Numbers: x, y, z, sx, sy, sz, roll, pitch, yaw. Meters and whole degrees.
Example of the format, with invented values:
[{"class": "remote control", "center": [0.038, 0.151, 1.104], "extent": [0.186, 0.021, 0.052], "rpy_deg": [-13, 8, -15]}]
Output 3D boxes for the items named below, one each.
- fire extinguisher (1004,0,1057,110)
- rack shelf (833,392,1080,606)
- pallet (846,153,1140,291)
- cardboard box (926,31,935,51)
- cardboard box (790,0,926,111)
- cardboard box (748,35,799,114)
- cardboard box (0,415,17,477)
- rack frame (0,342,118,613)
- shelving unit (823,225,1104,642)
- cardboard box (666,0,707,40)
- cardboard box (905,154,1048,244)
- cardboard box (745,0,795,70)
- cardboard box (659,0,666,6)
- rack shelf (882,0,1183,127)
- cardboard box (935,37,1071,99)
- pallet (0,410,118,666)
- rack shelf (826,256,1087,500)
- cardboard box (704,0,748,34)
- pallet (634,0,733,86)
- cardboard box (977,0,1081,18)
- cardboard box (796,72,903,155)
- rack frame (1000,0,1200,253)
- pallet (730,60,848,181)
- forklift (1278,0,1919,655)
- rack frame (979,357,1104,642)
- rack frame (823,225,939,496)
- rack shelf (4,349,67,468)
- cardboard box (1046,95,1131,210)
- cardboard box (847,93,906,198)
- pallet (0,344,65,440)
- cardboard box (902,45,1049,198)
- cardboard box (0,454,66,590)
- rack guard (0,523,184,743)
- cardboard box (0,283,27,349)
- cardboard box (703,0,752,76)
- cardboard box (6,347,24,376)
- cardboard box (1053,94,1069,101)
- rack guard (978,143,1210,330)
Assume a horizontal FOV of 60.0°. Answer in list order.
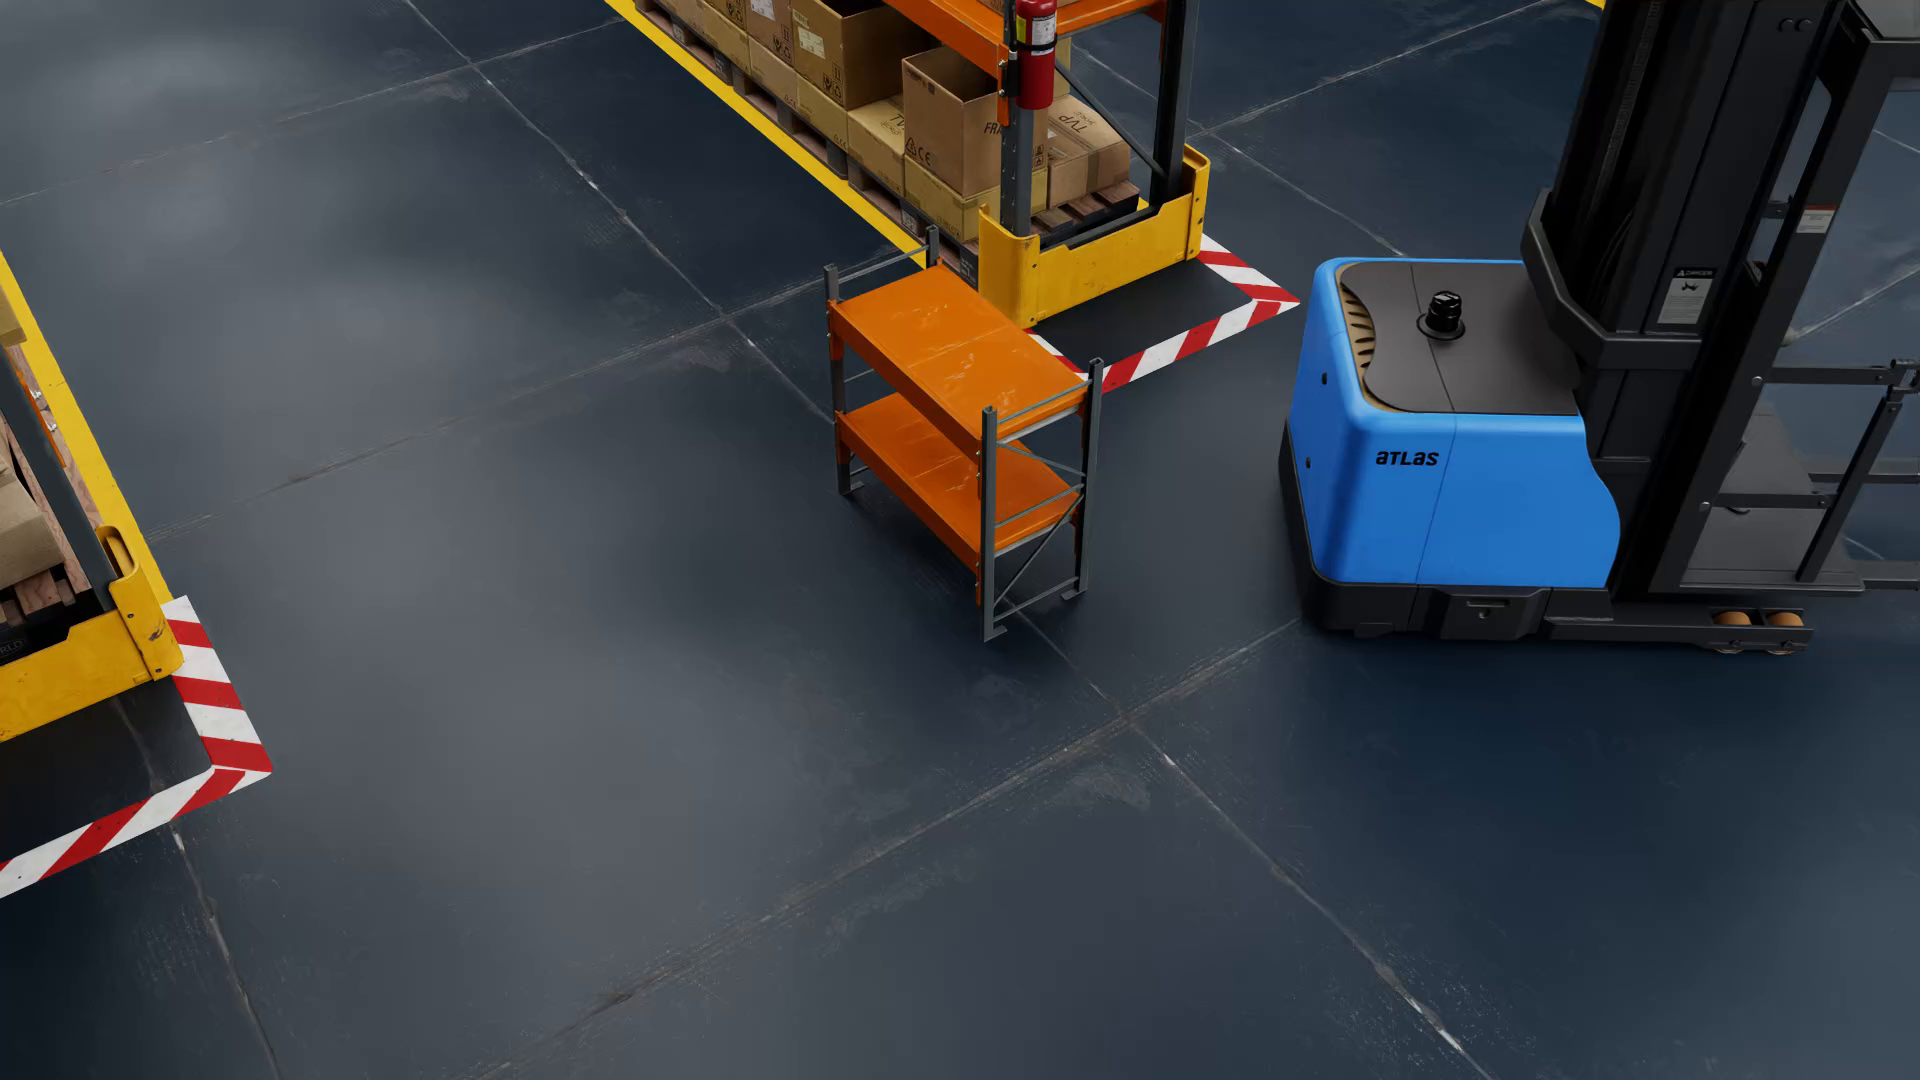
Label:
[{"class": "fire extinguisher", "center": [0.312, -2.113, 6.847], "extent": [0.296, 0.674, 0.183], "rpy_deg": [-26, 49, -24]}, {"class": "rack shelf", "center": [-0.004, -0.234, 6.534], "extent": [0.538, 0.278, 1.000], "rpy_deg": [-26, 49, -24]}, {"class": "pallet", "center": [0.153, -1.799, 8.482], "extent": [1.003, 0.211, 1.213], "rpy_deg": [-26, 49, -24]}, {"class": "cardboard box", "center": [-0.084, -2.772, 8.626], "extent": [0.500, 0.500, 0.500], "rpy_deg": [-26, 49, -24]}, {"class": "cardboard box", "center": [-0.510, -2.567, 8.410], "extent": [0.500, 0.500, 0.500], "rpy_deg": [-26, 49, -24]}, {"class": "cardboard box", "center": [-0.792, -2.581, 8.968], "extent": [0.500, 0.250, 0.500], "rpy_deg": [-26, 49, -24]}, {"class": "cardboard box", "center": [-4.084, -0.369, 6.593], "extent": [0.500, 0.311, 0.500], "rpy_deg": [-22, 48, -21]}, {"class": "rack frame", "center": [-3.436, -0.432, 5.031], "extent": [1.000, 3.000, 0.127], "rpy_deg": [-26, 49, -24]}, {"class": "shelving unit", "center": [-0.004, -0.411, 6.366], "extent": [0.538, 1.125, 1.048], "rpy_deg": [-26, 49, -24]}, {"class": "cardboard box", "center": [-1.365, -3.147, 9.561], "extent": [0.500, 0.250, 0.500], "rpy_deg": [-26, 49, -24]}, {"class": "cardboard box", "center": [0.076, -1.736, 8.083], "extent": [0.500, 0.250, 0.500], "rpy_deg": [-26, 49, -24]}, {"class": "cardboard box", "center": [-0.795, -2.850, 8.708], "extent": [0.500, 0.500, 0.500], "rpy_deg": [-26, 49, -24]}, {"class": "cardboard box", "center": [-1.647, -3.432, 9.860], "extent": [0.500, 0.250, 0.500], "rpy_deg": [-26, 49, -24]}, {"class": "rack shelf", "center": [-0.519, -3.264, 8.518], "extent": [1.077, 0.370, 4.000], "rpy_deg": [-26, 49, -24]}, {"class": "cardboard box", "center": [0.213, -2.494, 8.334], "extent": [0.500, 0.500, 0.500], "rpy_deg": [-26, 49, -24]}, {"class": "pallet", "center": [-3.915, 0.059, 6.535], "extent": [1.003, 0.211, 1.213], "rpy_deg": [-26, 49, -24]}, {"class": "rack shelf", "center": [-0.004, -0.622, 6.163], "extent": [0.538, 0.278, 1.000], "rpy_deg": [-26, 49, -24]}, {"class": "cardboard box", "center": [-1.083, -3.133, 9.003], "extent": [0.500, 0.500, 0.500], "rpy_deg": [-26, 49, -24]}, {"class": "pallet", "center": [-1.243, -3.181, 9.929], "extent": [1.003, 0.211, 1.213], "rpy_deg": [-26, 49, -24]}, {"class": "cardboard box", "center": [0.368, -2.697, 7.330], "extent": [0.700, 0.500, 0.500], "rpy_deg": [-26, 49, -24]}, {"class": "cardboard box", "center": [-0.508, -2.297, 8.671], "extent": [0.500, 0.250, 0.500], "rpy_deg": [-26, 49, -24]}, {"class": "rack frame", "center": [0.625, -2.391, 7.083], "extent": [1.000, 3.000, 0.127], "rpy_deg": [-26, 49, -24]}, {"class": "pallet", "center": [-0.541, -2.490, 9.205], "extent": [1.003, 0.211, 1.213], "rpy_deg": [-26, 49, -24]}, {"class": "forklift", "center": [2.836, -1.002, 5.677], "extent": [3.031, 2.935, 1.130], "rpy_deg": [1, 44, 1]}, {"class": "rack frame", "center": [0.287, -0.123, 6.064], "extent": [0.500, 1.125, 0.032], "rpy_deg": [-26, 49, -24]}, {"class": "rack frame", "center": [-0.295, -0.699, 6.667], "extent": [0.500, 1.125, 0.032], "rpy_deg": [-26, 49, -24]}, {"class": "rack shelf", "center": [-4.580, -1.305, 6.466], "extent": [1.077, 0.370, 4.000], "rpy_deg": [-26, 49, -24]}, {"class": "cardboard box", "center": [0.501, -1.940, 8.297], "extent": [0.500, 0.250, 0.500], "rpy_deg": [-26, 49, -24]}, {"class": "cardboard box", "center": [-0.220, -2.014, 8.375], "extent": [0.500, 0.250, 0.500], "rpy_deg": [-26, 49, -24]}, {"class": "pallet", "center": [-4.609, -0.631, 7.258], "extent": [1.003, 0.211, 1.213], "rpy_deg": [-26, 49, -24]}, {"class": "cardboard box", "center": [0.074, -2.006, 7.823], "extent": [0.500, 0.500, 0.500], "rpy_deg": [-26, 49, -24]}, {"class": "cardboard box", "center": [-3.758, -0.046, 6.255], "extent": [0.500, 0.311, 0.500], "rpy_deg": [-31, 52, -29]}, {"class": "rack guard", "center": [-3.479, 0.429, 5.939], "extent": [1.175, 0.500, 0.348], "rpy_deg": [-26, 49, -24]}, {"class": "cardboard box", "center": [-3.455, -0.787, 5.496], "extent": [0.500, 0.250, 0.500], "rpy_deg": [-27, 50, -26]}, {"class": "cardboard box", "center": [-1.083, -2.861, 9.262], "extent": [0.500, 0.250, 0.500], "rpy_deg": [-26, 49, -24]}, {"class": "cardboard box", "center": [-4.463, -0.873, 6.984], "extent": [0.700, 0.500, 0.500], "rpy_deg": [-29, 51, -27]}, {"class": "cardboard box", "center": [0.211, -2.222, 8.592], "extent": [0.500, 0.250, 0.500], "rpy_deg": [-26, 49, -24]}, {"class": "rack guard", "center": [0.639, -1.474, 7.932], "extent": [1.175, 0.500, 0.348], "rpy_deg": [-26, 49, -24]}]
